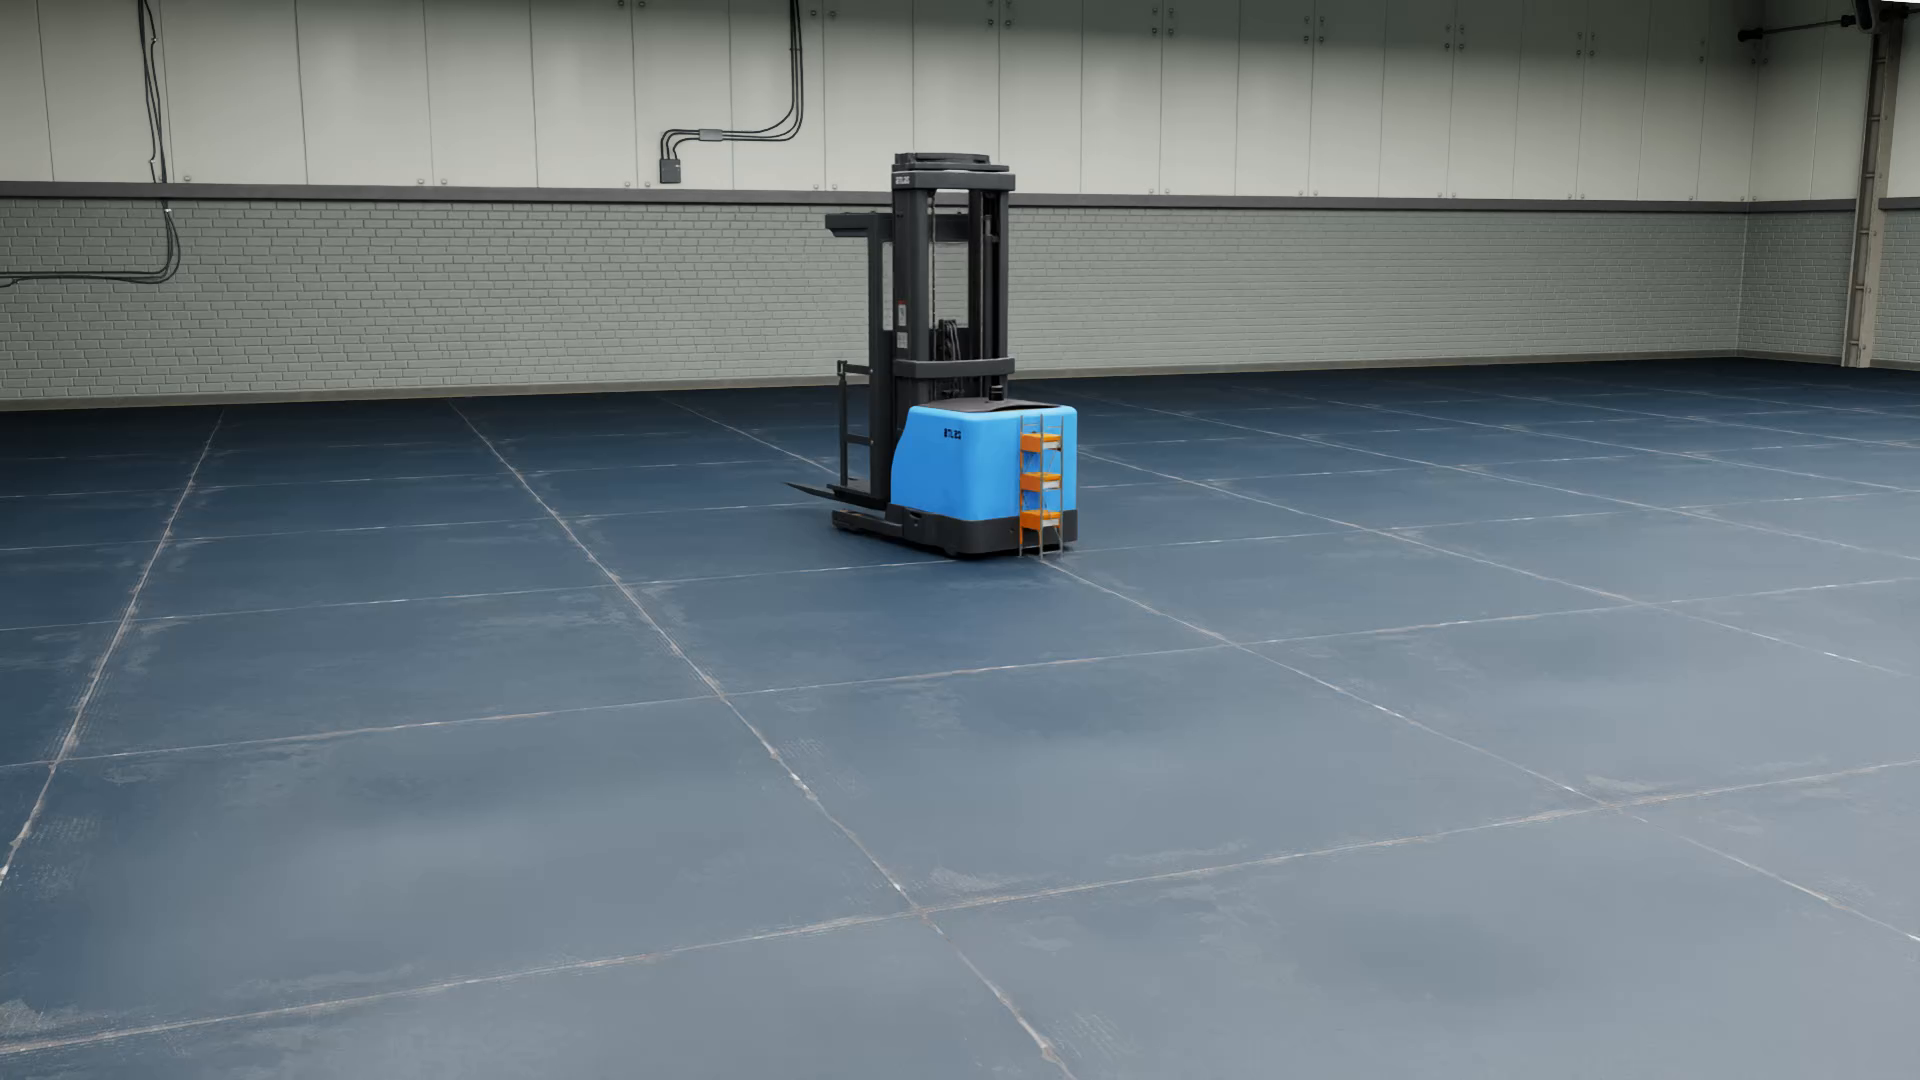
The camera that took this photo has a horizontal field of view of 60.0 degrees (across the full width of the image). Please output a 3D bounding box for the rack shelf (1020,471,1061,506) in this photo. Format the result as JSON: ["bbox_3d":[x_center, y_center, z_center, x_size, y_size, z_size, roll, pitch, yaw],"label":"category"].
[{"bbox_3d":[0.589,-0.365,12.037,0.215,0.259,0.240,-7,12,-34],"label":"rack shelf"}]

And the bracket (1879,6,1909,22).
[{"bbox_3d":[16.638,-9.367,29.608,0.235,0.232,0.430,-4,11,-21],"label":"bracket"}]

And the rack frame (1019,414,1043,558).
[{"bbox_3d":[0.519,-0.393,12.134,0.200,1.050,0.008,-7,12,-34],"label":"rack frame"}]

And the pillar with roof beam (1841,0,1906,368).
[{"bbox_3d":[12.806,-7.412,28.895,9.100,9.000,0.548,-4,11,-21],"label":"pillar with roof beam"}]

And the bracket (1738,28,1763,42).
[{"bbox_3d":[15.478,-9.890,32.545,0.235,0.232,0.430,-4,11,-21],"label":"bracket"}]

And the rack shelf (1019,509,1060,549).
[{"bbox_3d":[0.589,-0.092,12.086,0.215,0.259,0.240,-7,12,-34],"label":"rack shelf"}]

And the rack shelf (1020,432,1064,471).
[{"bbox_3d":[0.589,-0.645,11.987,0.215,0.259,0.240,-7,12,-34],"label":"rack shelf"}]

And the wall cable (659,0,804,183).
[{"bbox_3d":[-3.522,-8.525,25.443,2.305,6.003,0.169,-4,11,-21],"label":"wall cable"}]

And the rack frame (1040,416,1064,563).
[{"bbox_3d":[0.659,-0.358,11.937,0.200,1.050,0.008,-7,12,-34],"label":"rack frame"}]

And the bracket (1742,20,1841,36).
[{"bbox_3d":[15.692,-9.793,32.003,0.076,0.066,3.189,-4,11,-21],"label":"bracket"}]

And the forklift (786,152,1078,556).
[{"bbox_3d":[-0.371,-1.536,13.186,1.130,2.935,3.031,-7,12,-34],"label":"forklift"}]

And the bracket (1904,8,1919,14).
[{"bbox_3d":[17.571,-8.947,27.244,0.076,0.066,4.783,-4,11,-21],"label":"bracket"}]

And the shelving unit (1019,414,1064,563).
[{"bbox_3d":[0.589,-0.376,12.035,0.215,1.050,0.252,-7,12,-34],"label":"shelving unit"}]

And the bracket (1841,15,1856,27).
[{"bbox_3d":[16.337,-9.503,30.370,0.235,0.232,0.430,-4,11,-21],"label":"bracket"}]

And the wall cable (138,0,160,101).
[{"bbox_3d":[-9.855,-7.381,23.163,3.097,2.526,0.112,-4,11,-21],"label":"wall cable"}]

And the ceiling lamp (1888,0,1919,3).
[{"bbox_3d":[13.595,-9.634,24.601,2.000,3.144,0.800,-4,11,-21],"label":"ceiling lamp"}]

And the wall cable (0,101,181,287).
[{"bbox_3d":[-12.376,-4.722,22.640,3.097,2.526,0.112,-4,11,-21],"label":"wall cable"}]
